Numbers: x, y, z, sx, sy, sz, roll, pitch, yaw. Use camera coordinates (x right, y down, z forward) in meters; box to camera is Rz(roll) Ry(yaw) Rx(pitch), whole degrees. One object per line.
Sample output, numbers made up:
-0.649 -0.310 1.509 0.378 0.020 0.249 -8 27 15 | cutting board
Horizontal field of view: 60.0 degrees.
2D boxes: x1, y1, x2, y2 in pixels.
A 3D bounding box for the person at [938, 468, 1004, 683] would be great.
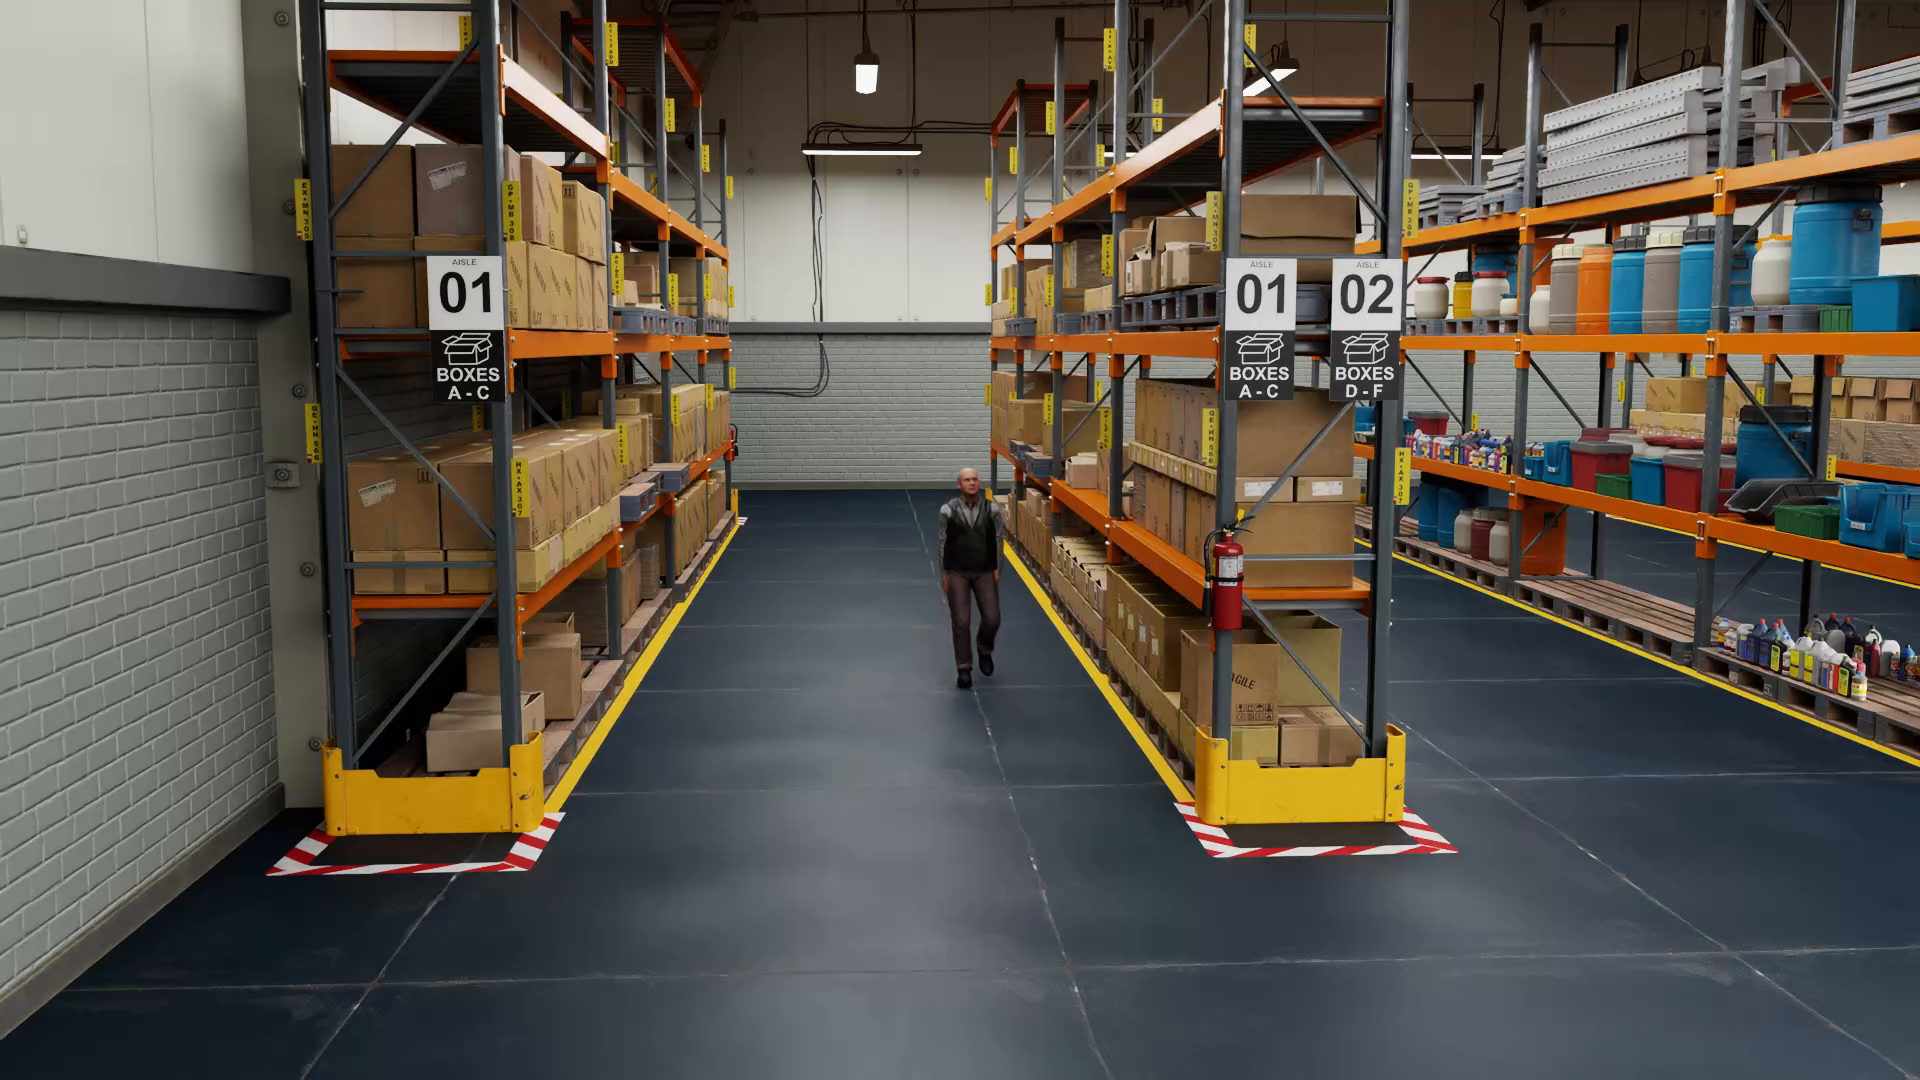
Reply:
0.088 0.276 13.340 0.535 1.711 0.488 0 7 -4 | person
